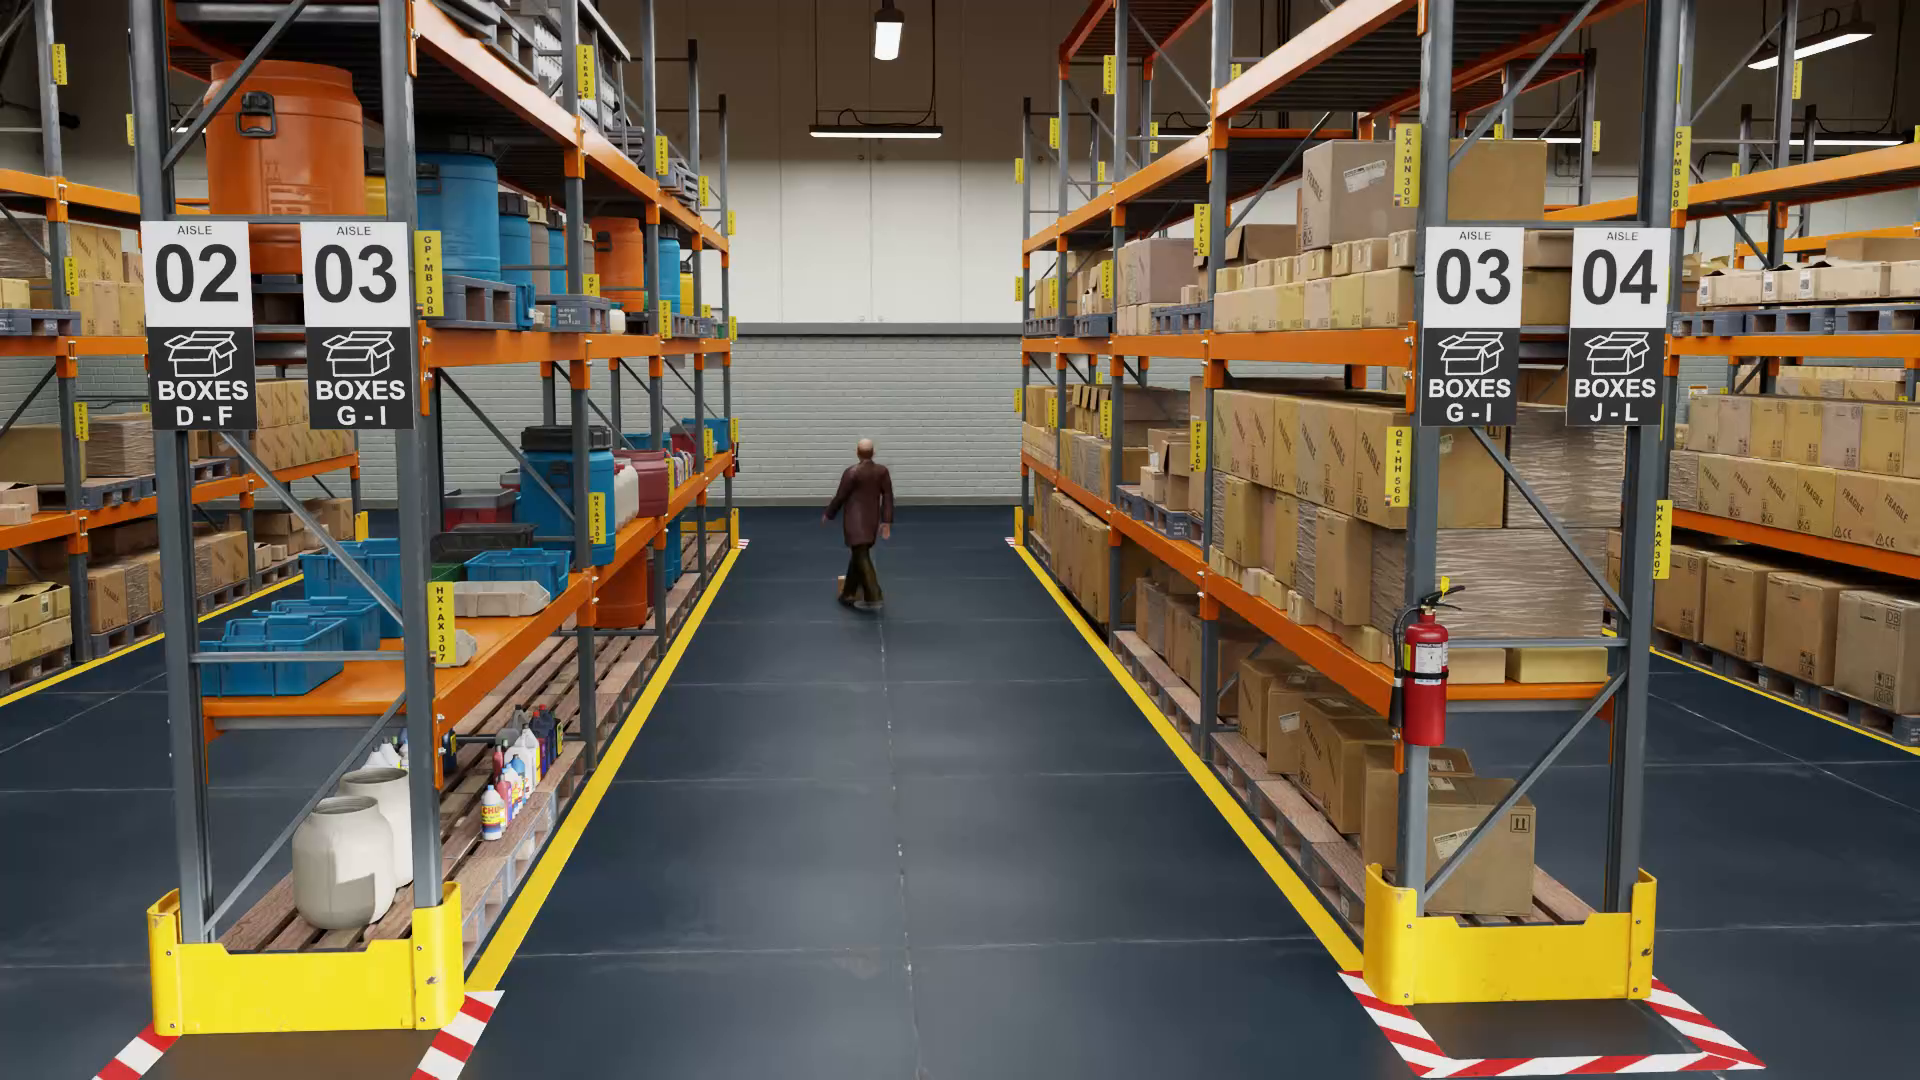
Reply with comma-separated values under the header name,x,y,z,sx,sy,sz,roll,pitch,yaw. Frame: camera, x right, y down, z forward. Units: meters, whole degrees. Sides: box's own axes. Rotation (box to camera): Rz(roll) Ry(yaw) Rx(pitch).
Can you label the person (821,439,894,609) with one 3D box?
name,x,y,z,sx,sy,sz,roll,pitch,yaw
person,-1.087,-0.174,17.215,0.606,1.765,0.899,-6,9,-43
